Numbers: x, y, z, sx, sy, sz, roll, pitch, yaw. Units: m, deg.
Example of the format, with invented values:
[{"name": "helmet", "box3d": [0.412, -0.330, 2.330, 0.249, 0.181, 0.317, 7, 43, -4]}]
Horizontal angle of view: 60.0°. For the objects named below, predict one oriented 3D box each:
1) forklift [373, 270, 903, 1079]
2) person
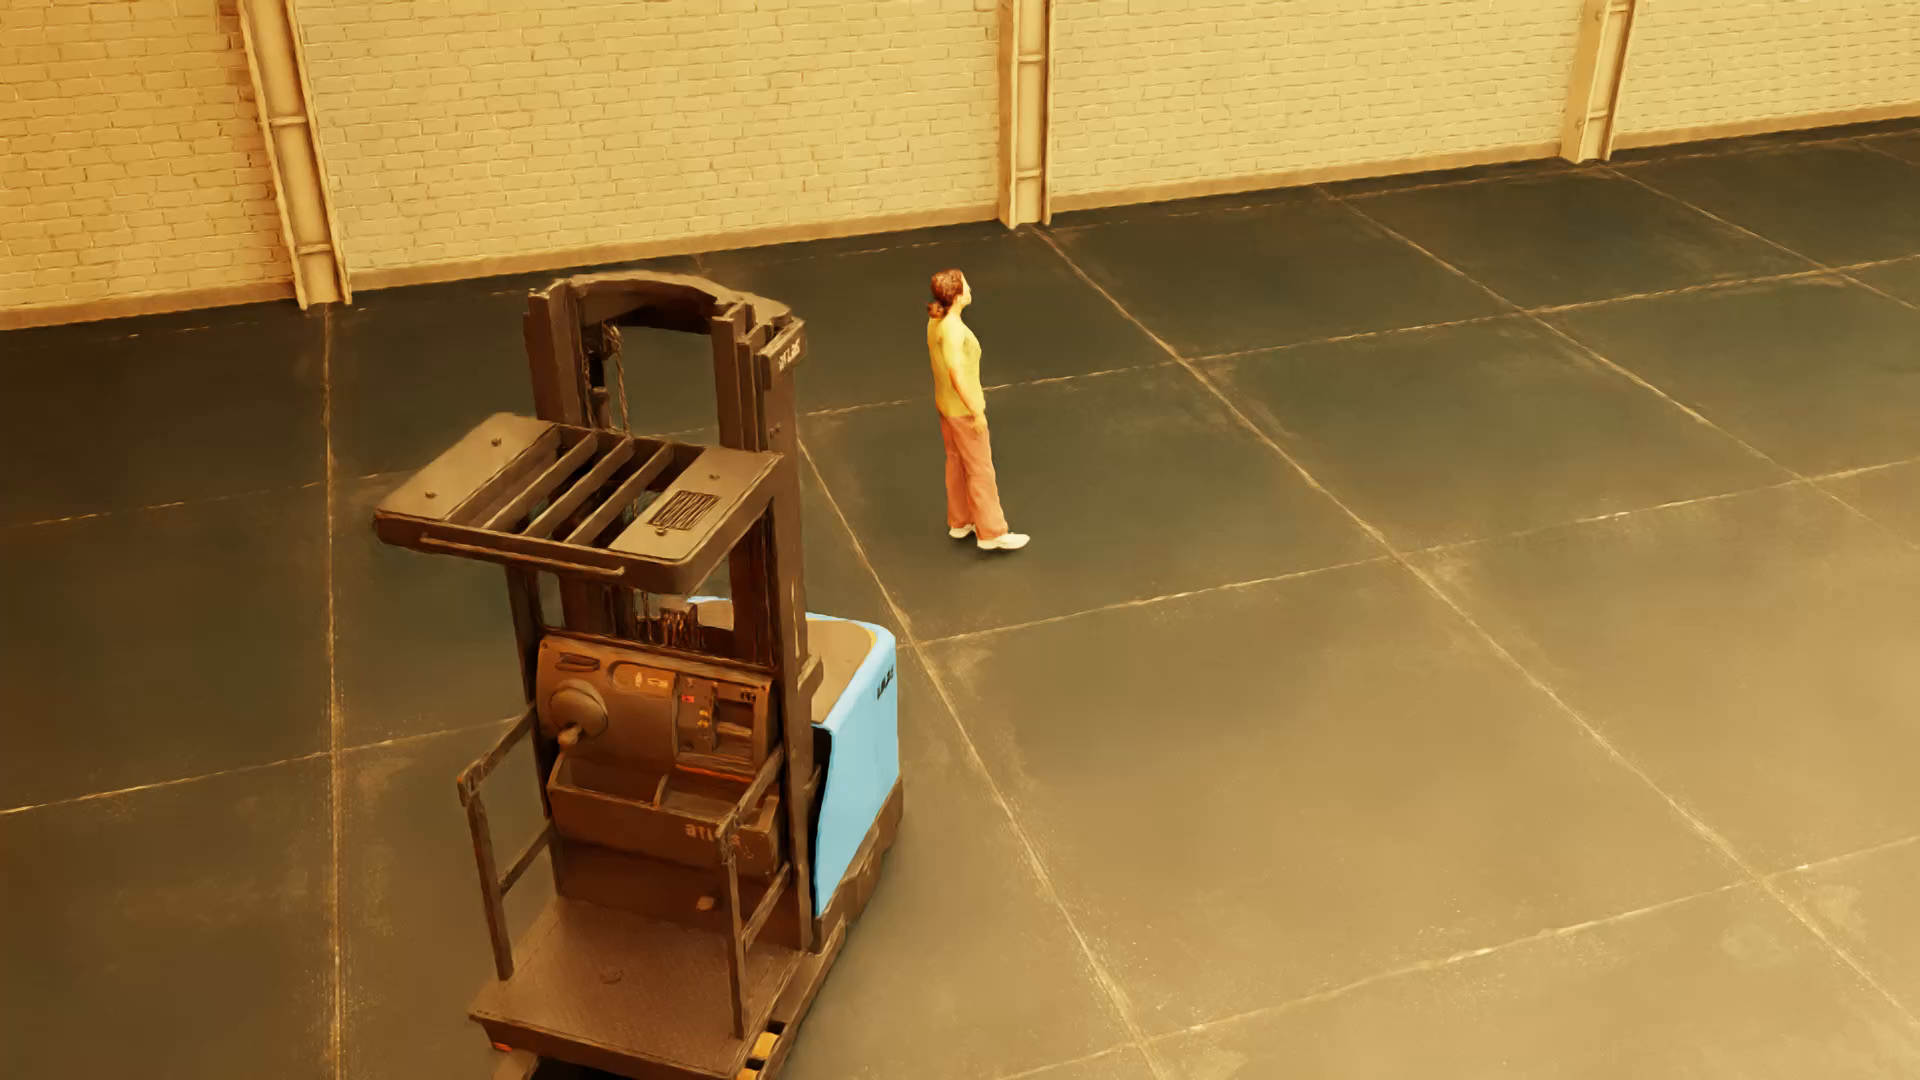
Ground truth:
[{"name": "forklift", "box3d": [-1.193, 0.664, 5.932, 1.130, 2.935, 3.031, 9, 31, 15]}, {"name": "person", "box3d": [0.073, -0.773, 9.596, 0.549, 1.673, 0.554, -10, 31, -16]}]
